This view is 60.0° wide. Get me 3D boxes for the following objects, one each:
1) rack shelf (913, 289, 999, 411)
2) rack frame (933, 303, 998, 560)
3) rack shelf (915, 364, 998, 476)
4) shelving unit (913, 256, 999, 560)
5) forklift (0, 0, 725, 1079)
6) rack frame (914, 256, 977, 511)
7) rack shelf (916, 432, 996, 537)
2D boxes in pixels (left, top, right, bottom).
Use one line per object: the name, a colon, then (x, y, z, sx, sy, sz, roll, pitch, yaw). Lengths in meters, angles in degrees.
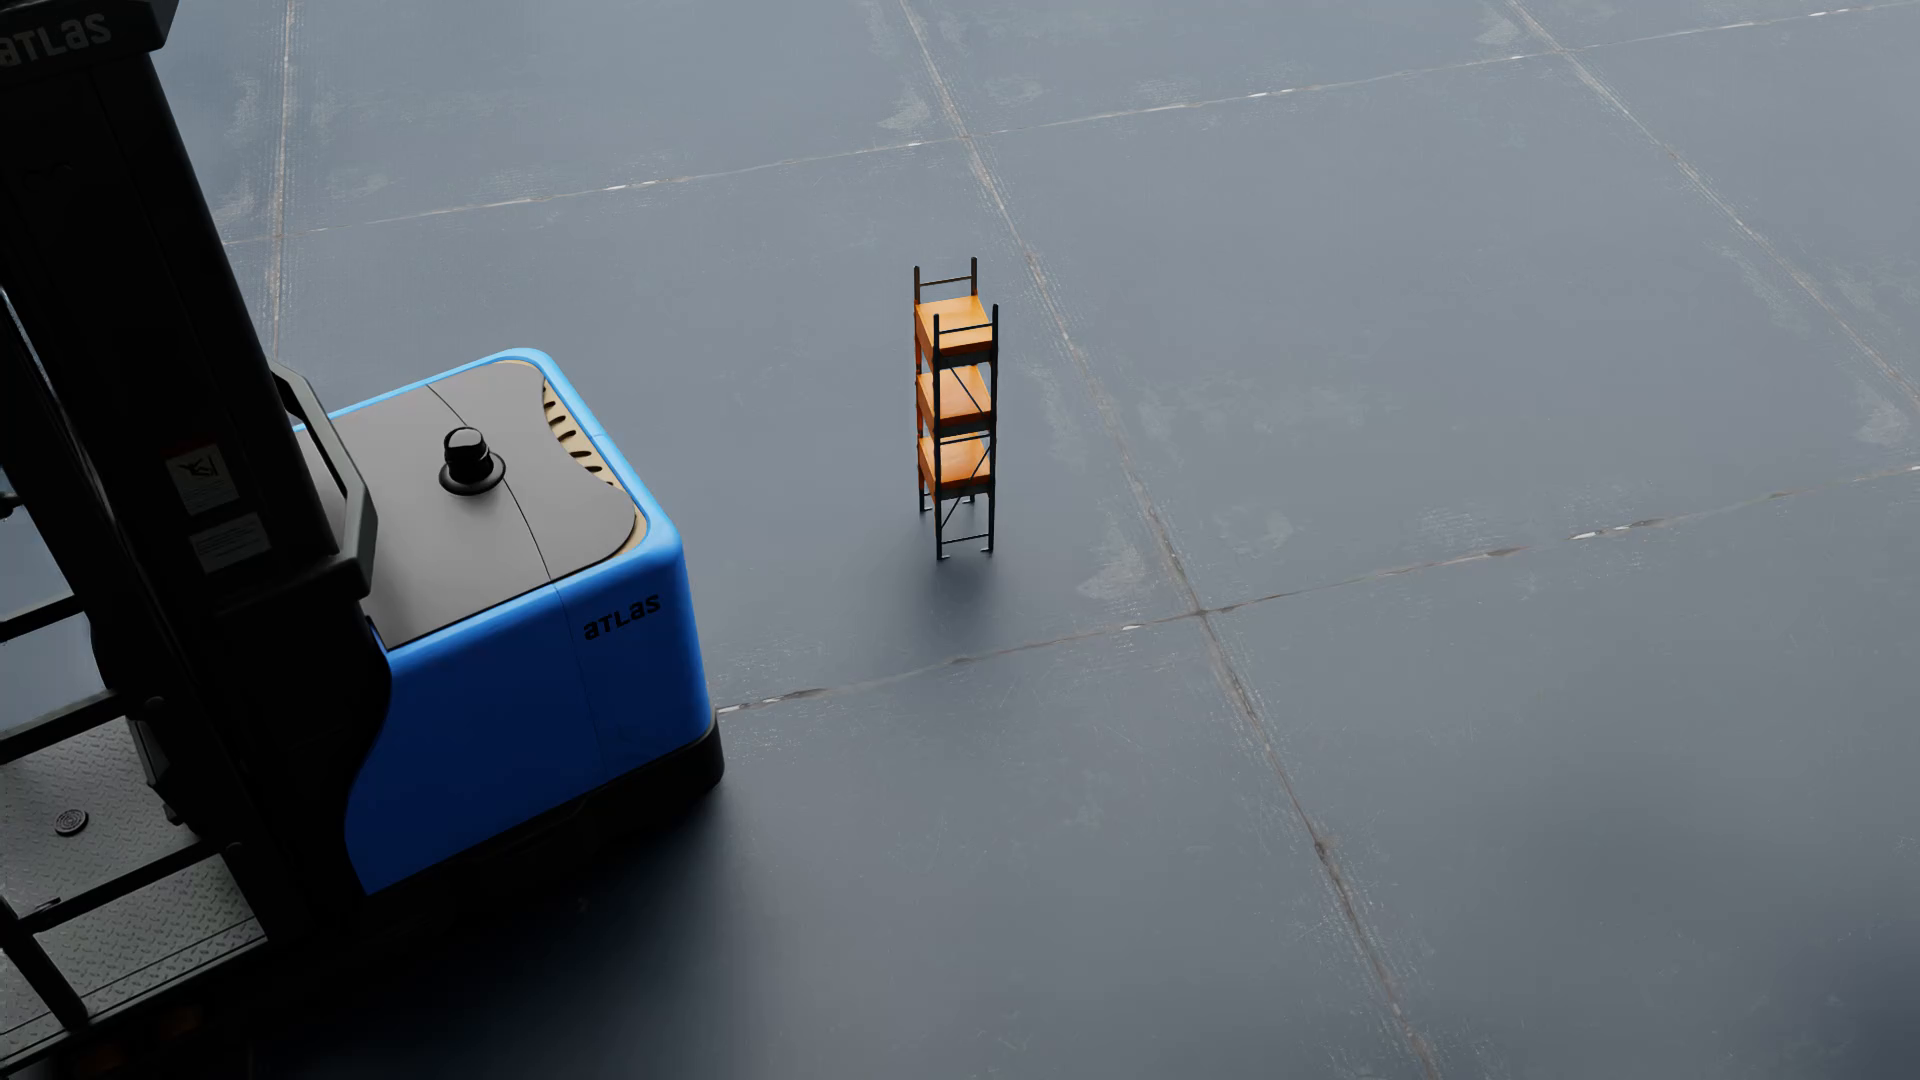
rack shelf: (-0.014, -0.596, 5.216, 0.215, 0.259, 0.240, -11, 47, -10)
rack frame: (0.018, -0.320, 5.329, 0.200, 1.050, 0.008, -11, 47, -10)
rack shelf: (-0.014, -0.397, 5.419, 0.215, 0.259, 0.240, -11, 47, -10)
shelving unit: (-0.014, -0.404, 5.411, 0.215, 1.050, 0.252, -11, 47, -10)
forklift: (-2.223, 0.000, 3.698, 3.031, 2.935, 1.130, -24, 50, -22)
rack frame: (-0.045, -0.489, 5.494, 0.200, 1.050, 0.008, -11, 47, -10)
rack shelf: (-0.014, -0.202, 5.617, 0.215, 0.259, 0.240, -11, 47, -10)
